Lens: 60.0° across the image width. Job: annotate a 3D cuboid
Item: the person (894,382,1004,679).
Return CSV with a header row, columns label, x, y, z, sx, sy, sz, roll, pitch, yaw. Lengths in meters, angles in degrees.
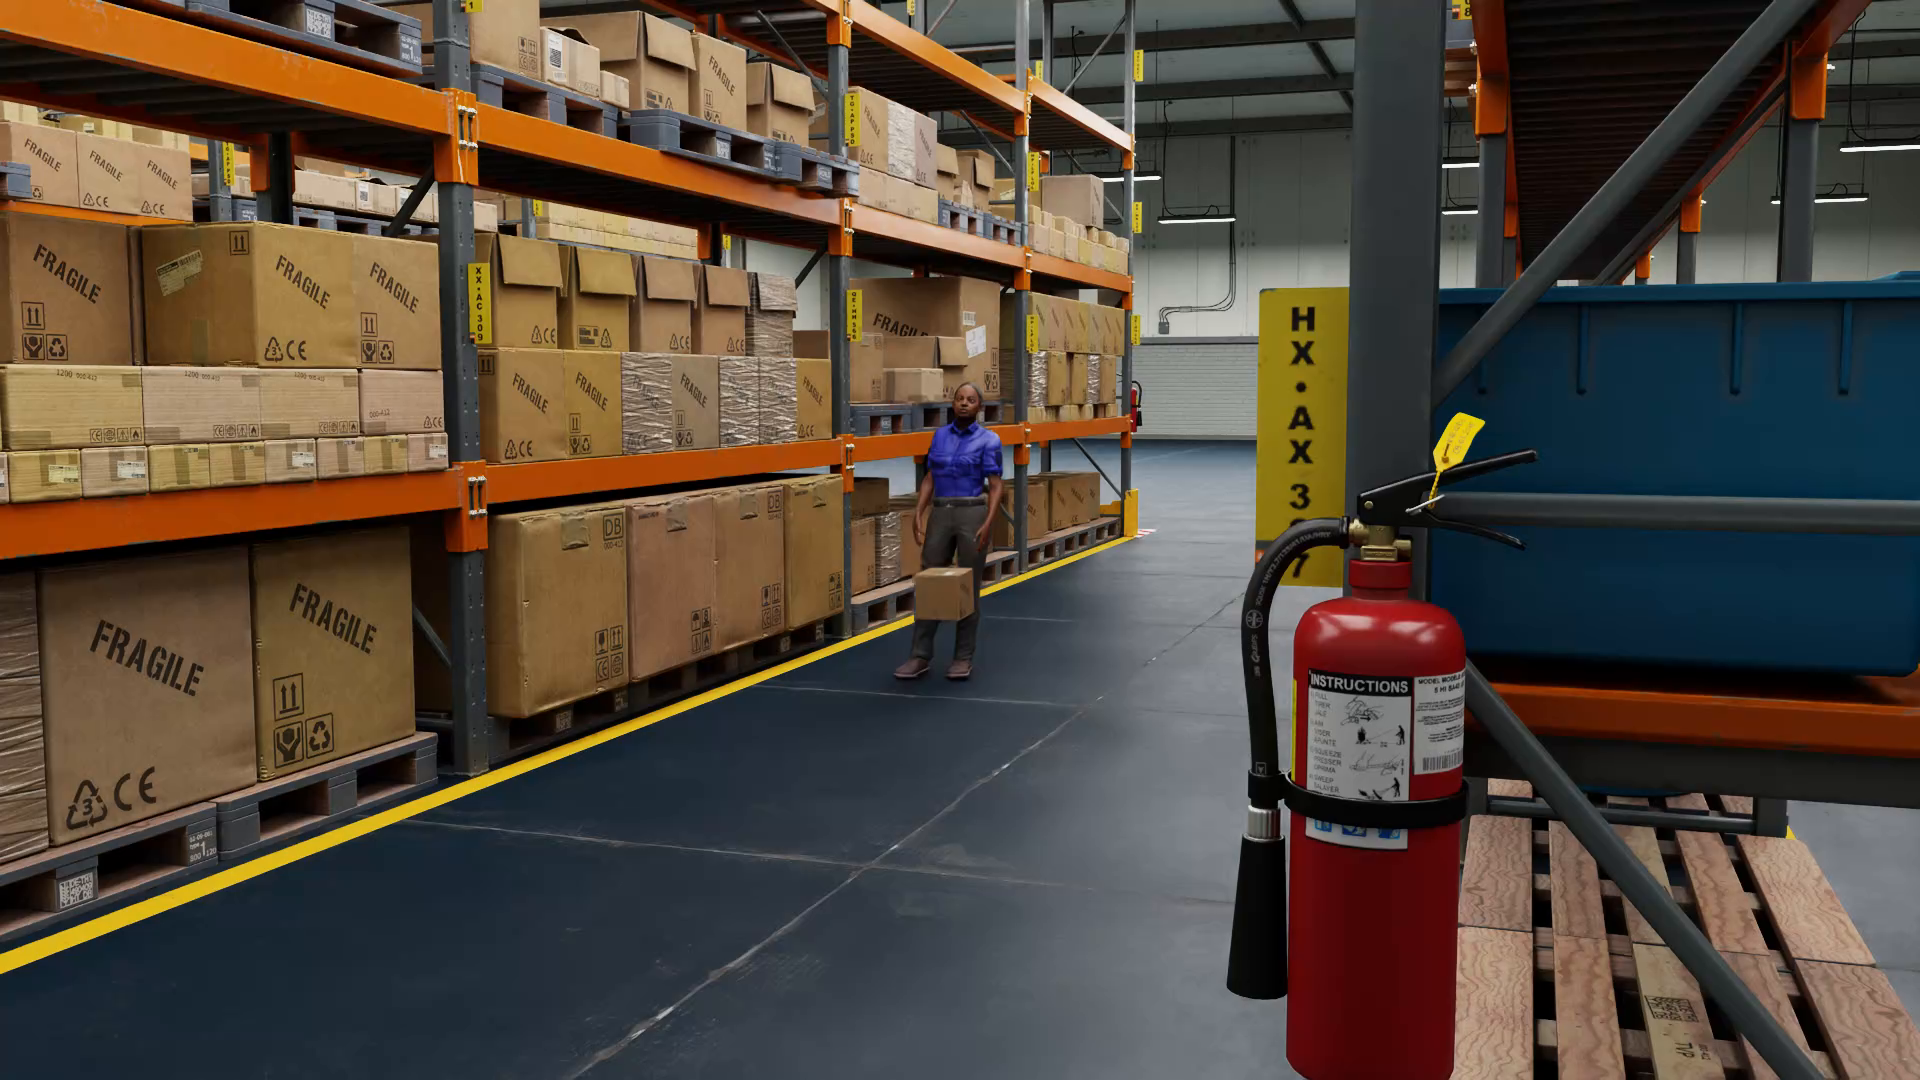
label,x,y,z,sx,sy,sz,roll,pitch,yaw
person,-0.049,-0.059,9.331,0.547,1.654,0.502,2,6,21
